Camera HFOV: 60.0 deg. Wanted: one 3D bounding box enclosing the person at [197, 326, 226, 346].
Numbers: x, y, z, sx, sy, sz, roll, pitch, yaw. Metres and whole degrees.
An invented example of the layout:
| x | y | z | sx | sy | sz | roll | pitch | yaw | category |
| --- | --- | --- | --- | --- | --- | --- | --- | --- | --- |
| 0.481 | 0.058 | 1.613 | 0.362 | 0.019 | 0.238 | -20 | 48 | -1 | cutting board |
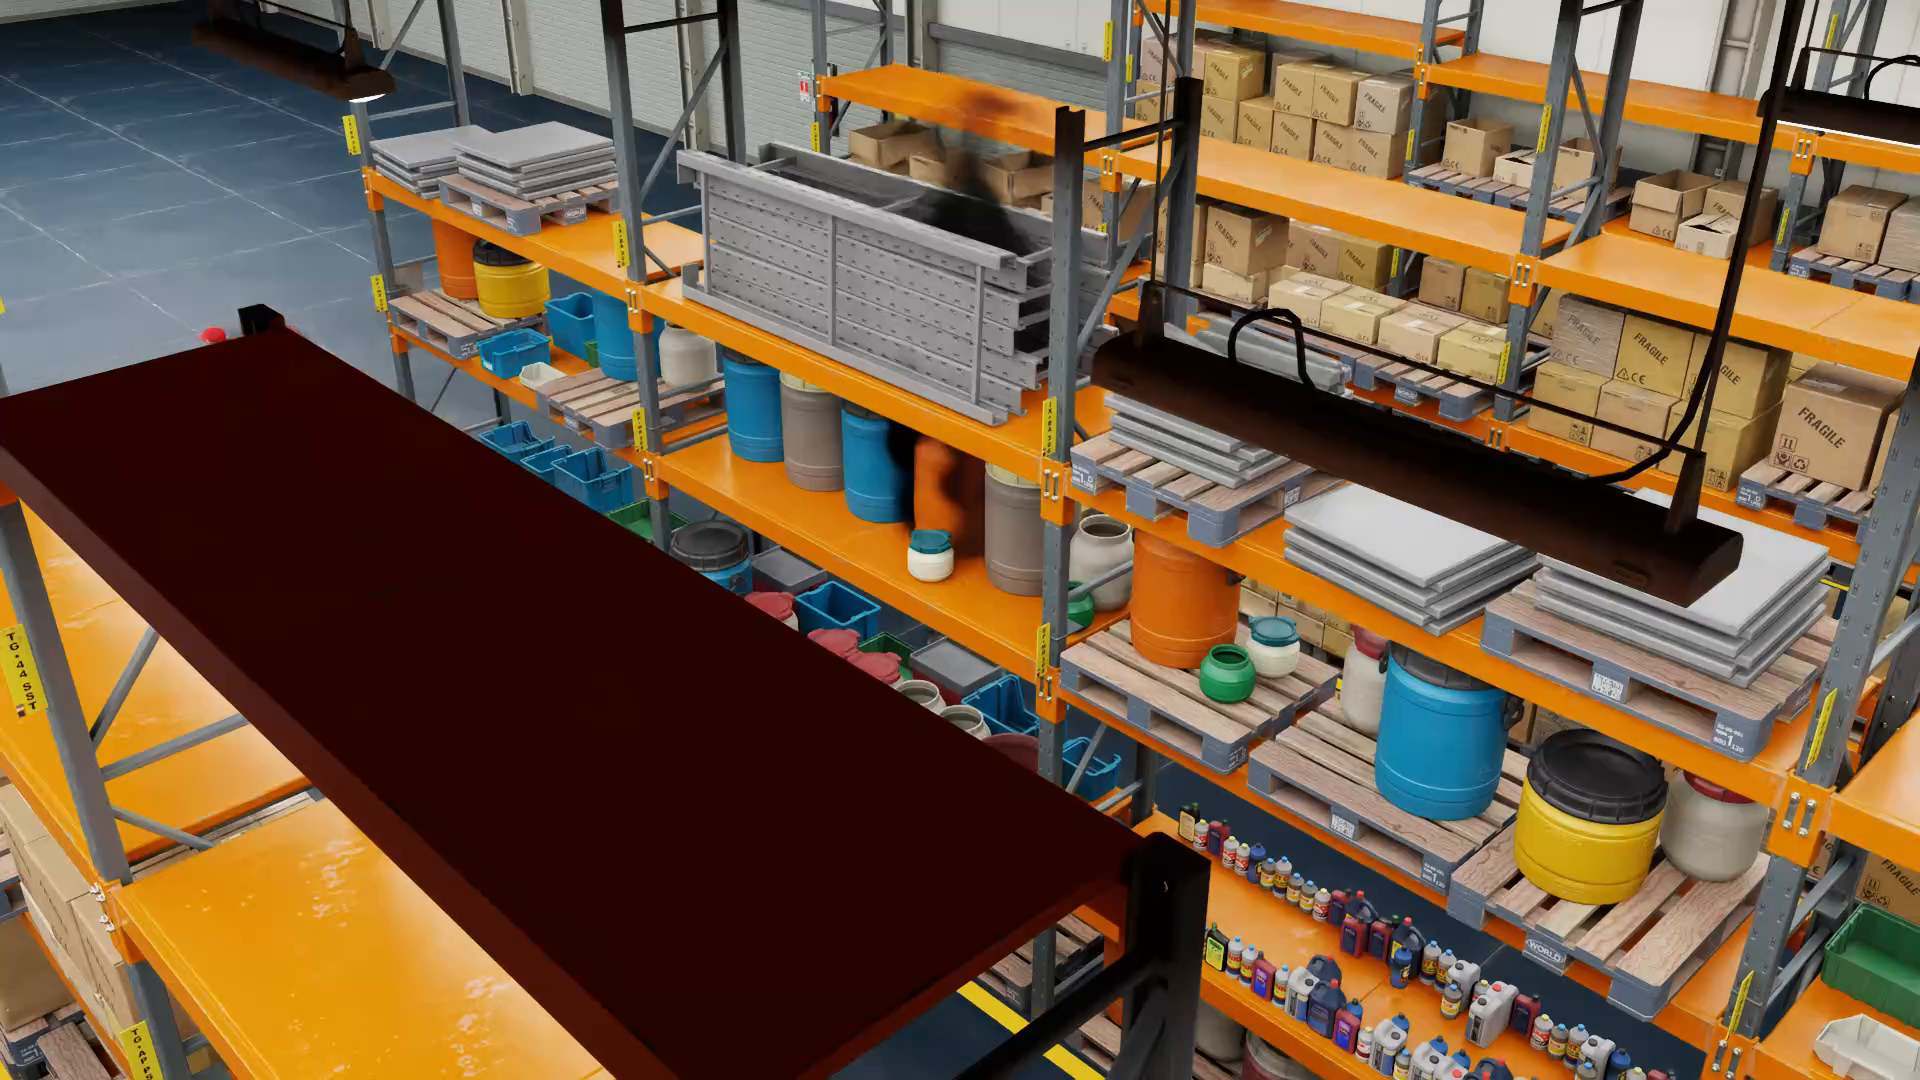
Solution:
| x | y | z | sx | sy | sz | roll | pitch | yaw | category |
| --- | --- | --- | --- | --- | --- | --- | --- | --- | --- |
| -7.573 | -1.469 | 17.744 | 1.137 | 1.772 | 0.659 | -7 | 29 | -14 | person |

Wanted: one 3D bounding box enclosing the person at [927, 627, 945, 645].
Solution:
| x | y | z | sx | sy | sz | roll | pitch | yaw | category |
| --- | --- | --- | --- | --- | --- | --- | --- | --- | --- |
| -0.047 | 0.728 | 13.791 | 0.578 | 1.633 | 0.631 | -20 | 34 | -32 | person |
